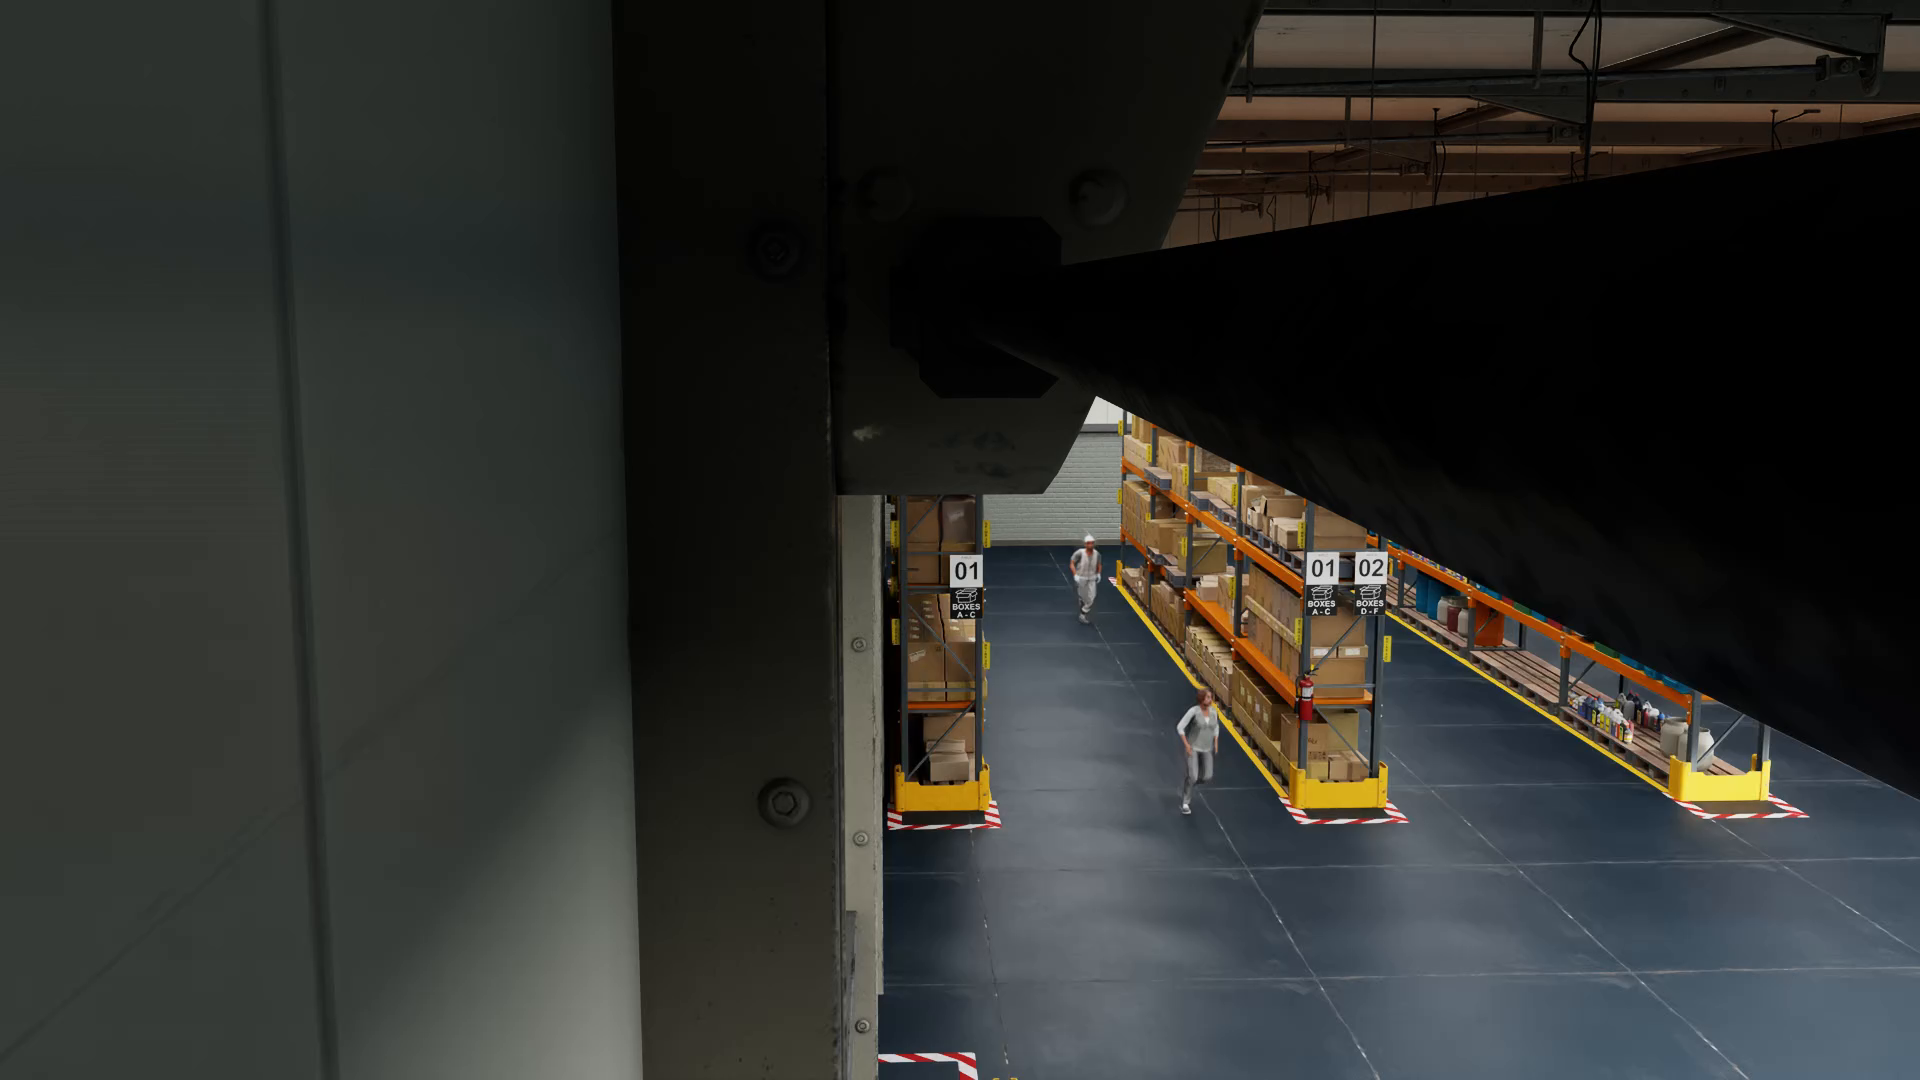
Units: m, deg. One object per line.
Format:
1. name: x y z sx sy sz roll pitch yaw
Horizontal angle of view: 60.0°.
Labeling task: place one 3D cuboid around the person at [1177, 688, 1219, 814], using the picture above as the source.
1. person: 2.945 2.577 20.473 0.589 1.536 0.497 -3 9 -20

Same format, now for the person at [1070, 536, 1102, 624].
1. person: 2.427 0.749 32.152 0.659 1.722 0.589 -2 9 -12
